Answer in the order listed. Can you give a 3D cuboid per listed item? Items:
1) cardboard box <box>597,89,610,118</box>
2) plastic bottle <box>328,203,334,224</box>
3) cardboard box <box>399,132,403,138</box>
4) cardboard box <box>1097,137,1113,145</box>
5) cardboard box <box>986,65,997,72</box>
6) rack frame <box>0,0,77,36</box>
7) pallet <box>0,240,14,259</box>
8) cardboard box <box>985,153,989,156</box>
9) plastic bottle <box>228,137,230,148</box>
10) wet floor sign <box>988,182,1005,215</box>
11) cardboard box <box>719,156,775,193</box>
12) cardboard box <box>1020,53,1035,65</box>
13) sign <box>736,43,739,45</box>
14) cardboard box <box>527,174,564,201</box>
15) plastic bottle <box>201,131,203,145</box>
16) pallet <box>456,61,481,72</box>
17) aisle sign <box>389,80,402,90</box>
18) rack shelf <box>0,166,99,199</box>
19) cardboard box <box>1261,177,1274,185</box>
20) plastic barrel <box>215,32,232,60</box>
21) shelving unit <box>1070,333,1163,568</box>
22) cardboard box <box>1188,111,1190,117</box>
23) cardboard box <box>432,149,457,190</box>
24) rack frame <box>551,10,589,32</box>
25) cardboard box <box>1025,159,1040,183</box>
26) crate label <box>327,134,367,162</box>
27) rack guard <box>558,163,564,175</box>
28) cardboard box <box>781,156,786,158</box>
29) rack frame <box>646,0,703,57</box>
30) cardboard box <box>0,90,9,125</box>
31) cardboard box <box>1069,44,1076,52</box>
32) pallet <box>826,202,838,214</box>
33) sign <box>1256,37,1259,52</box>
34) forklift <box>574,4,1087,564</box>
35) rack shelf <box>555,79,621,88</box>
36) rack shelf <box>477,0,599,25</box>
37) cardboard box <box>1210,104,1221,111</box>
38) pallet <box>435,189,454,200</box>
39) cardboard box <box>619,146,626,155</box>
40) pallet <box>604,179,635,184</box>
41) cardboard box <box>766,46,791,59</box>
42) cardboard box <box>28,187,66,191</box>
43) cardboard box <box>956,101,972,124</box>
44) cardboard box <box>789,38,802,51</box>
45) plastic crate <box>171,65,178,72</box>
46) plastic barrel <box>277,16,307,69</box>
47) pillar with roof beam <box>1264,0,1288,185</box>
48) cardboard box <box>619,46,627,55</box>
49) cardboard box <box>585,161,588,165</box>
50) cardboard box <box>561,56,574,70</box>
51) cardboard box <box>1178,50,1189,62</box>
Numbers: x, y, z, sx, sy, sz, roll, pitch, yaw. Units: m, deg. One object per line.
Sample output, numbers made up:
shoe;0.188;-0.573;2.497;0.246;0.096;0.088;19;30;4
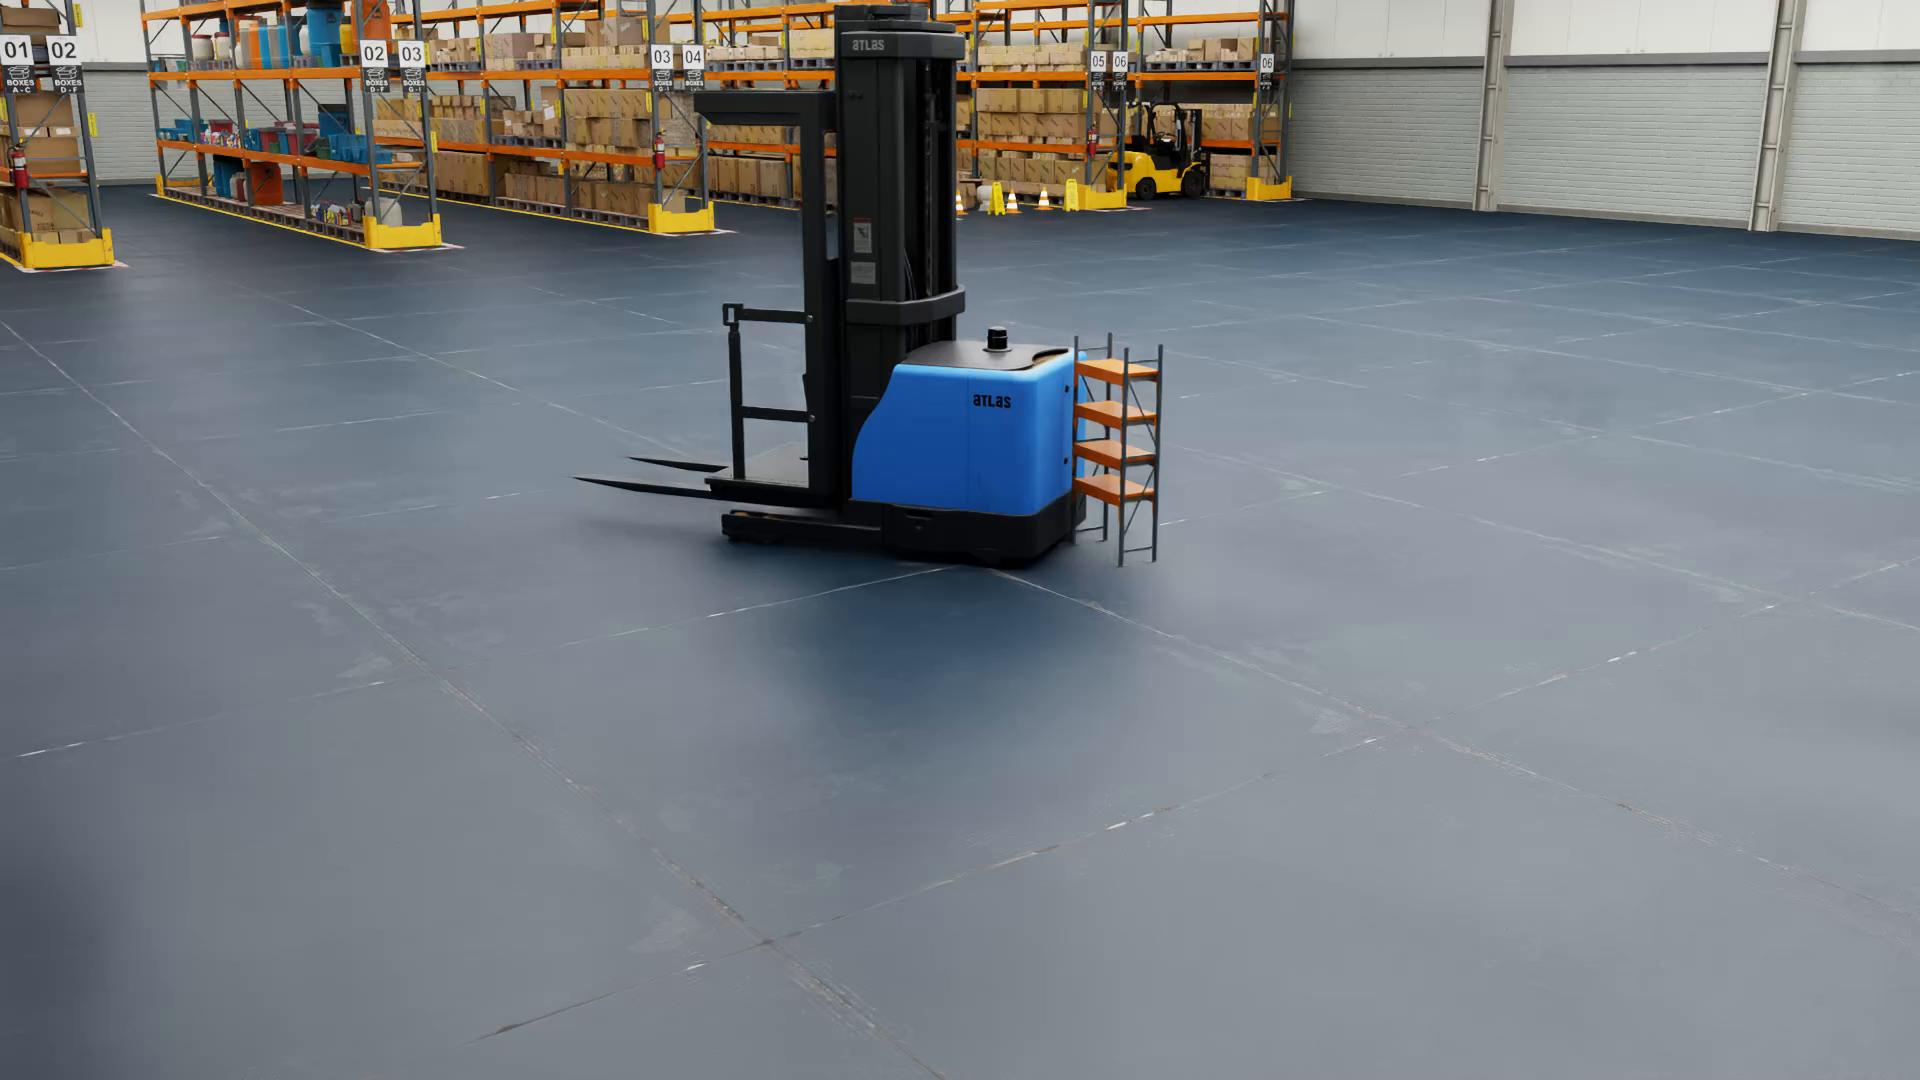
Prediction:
cardboard box;-6.352;-8.058;30.690;0.500;0.500;0.500;-11;19;-35
plastic bottle;-10.809;-5.636;28.672;0.144;0.351;0.185;-11;19;-35
cardboard box;-13.206;-9.714;39.862;0.380;0.149;0.250;-11;19;-35
cardboard box;3.033;-8.506;35.448;0.380;0.149;0.250;-11;19;-34
cardboard box;0.805;-10.533;37.171;0.380;0.149;0.250;-11;19;-34
rack frame;-12.966;-8.341;23.005;1.000;3.000;0.127;-11;19;-35
pallet;-14.162;-4.520;25.689;1.003;0.211;1.213;-11;19;-35
cardboard box;1.036;-10.384;45.772;0.500;0.500;0.500;-12;19;-37
plastic bottle;-14.776;-8.050;33.681;0.097;0.201;0.097;0;15;0
wet floor sign;0.740;-6.898;33.558;0.232;0.644;0.267;14;21;42
cardboard box;-4.781;-8.228;37.423;1.050;0.750;0.750;-11;19;-34
cardboard box;1.644;-10.433;36.051;0.500;0.250;0.500;-11;19;-34
sign;-5.129;-11.260;38.222;0.100;0.325;0.005;-11;19;-35
cardboard box;-8.569;-7.323;34.551;0.700;0.500;0.500;-9;18;-30
plastic bottle;-16.142;-8.577;35.453;0.061;0.283;0.133;-11;19;-35
pallet;-10.076;-10.178;35.755;1.213;0.211;1.003;-10;18;-32
aisle sign;-14.158;-11.717;41.779;0.394;0.787;0.004;-11;19;-35
rack shelf;-14.141;-5.528;25.453;1.077;0.370;4.000;-11;19;-35
cardboard box;6.948;-8.305;38.652;0.500;0.250;0.500;-11;19;-34
plastic barrel;-14.825;-9.994;33.673;0.433;0.535;0.433;0;15;0
shelving unit;0.853;-0.502;9.136;0.258;1.200;0.503;-8;17;-27
cardboard box;5.594;-10.067;39.257;0.380;0.149;0.250;-11;19;-36
cardboard box;-11.614;-8.591;38.512;1.225;0.875;0.875;-11;19;-34
rack frame;-10.286;-14.043;43.838;1.000;3.000;0.127;-11;19;-35
cardboard box;1.783;-8.111;36.521;0.500;0.500;0.500;-11;19;-36
crate label;-10.258;-6.584;27.882;0.502;0.435;0.616;-11;19;-35
rack guard;-10.242;-9.927;44.900;1.175;0.500;0.348;-11;19;-35
cardboard box;-4.272;-10.202;45.228;0.875;0.438;0.875;-11;19;-35
rack frame;-4.950;-9.878;28.621;1.000;3.000;0.127;-11;19;-35
cardboard box;-13.871;-6.453;24.826;0.700;0.500;0.500;-11;19;-34
cardboard box;2.507;-10.320;34.884;0.380;0.149;0.250;-10;18;-34
pallet;-2.125;-6.807;34.045;1.003;0.211;1.213;-11;19;-35
sign;6.631;-11.048;37.051;0.100;0.325;0.005;-11;19;-35
forklift;-0.827;-1.511;9.546;3.031;2.935;1.130;6;16;21
rack shelf;-9.111;-11.822;42.768;1.077;0.370;4.000;-11;19;-35
rack shelf;-8.478;-10.619;33.449;1.077;0.370;4.000;-11;19;-35
cardboard box;6.022;-10.045;38.613;0.380;0.149;0.250;-10;18;-33
pallet;-11.491;-8.049;38.584;1.003;0.211;1.213;-11;19;-35
cardboard box;-6.033;-7.156;30.517;0.380;0.149;0.250;-11;19;-35
pallet;-8.358;-9.088;42.381;1.003;0.211;1.213;-11;19;-35
cardboard box;-3.776;-10.338;35.283;0.500;0.250;0.500;-11;19;-34
cardboard box;-14.286;-5.260;26.104;0.500;0.500;0.500;-11;19;-35
cardboard box;0.257;-9.834;38.276;0.500;0.500;0.500;-11;19;-36
cardboard box;-3.170;-10.208;34.243;0.500;0.250;0.500;-11;19;-34
plastic crate;-17.068;-10.310;36.381;0.293;0.136;0.466;-11;19;-35
plastic barrel;-11.783;-8.833;29.536;0.600;0.901;0.708;-11;19;-35
pillar with roof beam;3.916;-11.808;35.671;9.100;9.000;0.400;-11;19;-35
cardboard box;-5.841;-8.727;29.627;0.380;0.149;0.250;-11;19;-34
cardboard box;-9.581;-9.884;43.486;0.380;0.149;0.250;-10;18;-32
cardboard box;-7.245;-9.077;31.661;0.500;0.250;0.500;-12;19;-37
cardboard box;5.354;-11.417;39.194;0.396;0.266;0.258;-11;19;-36
